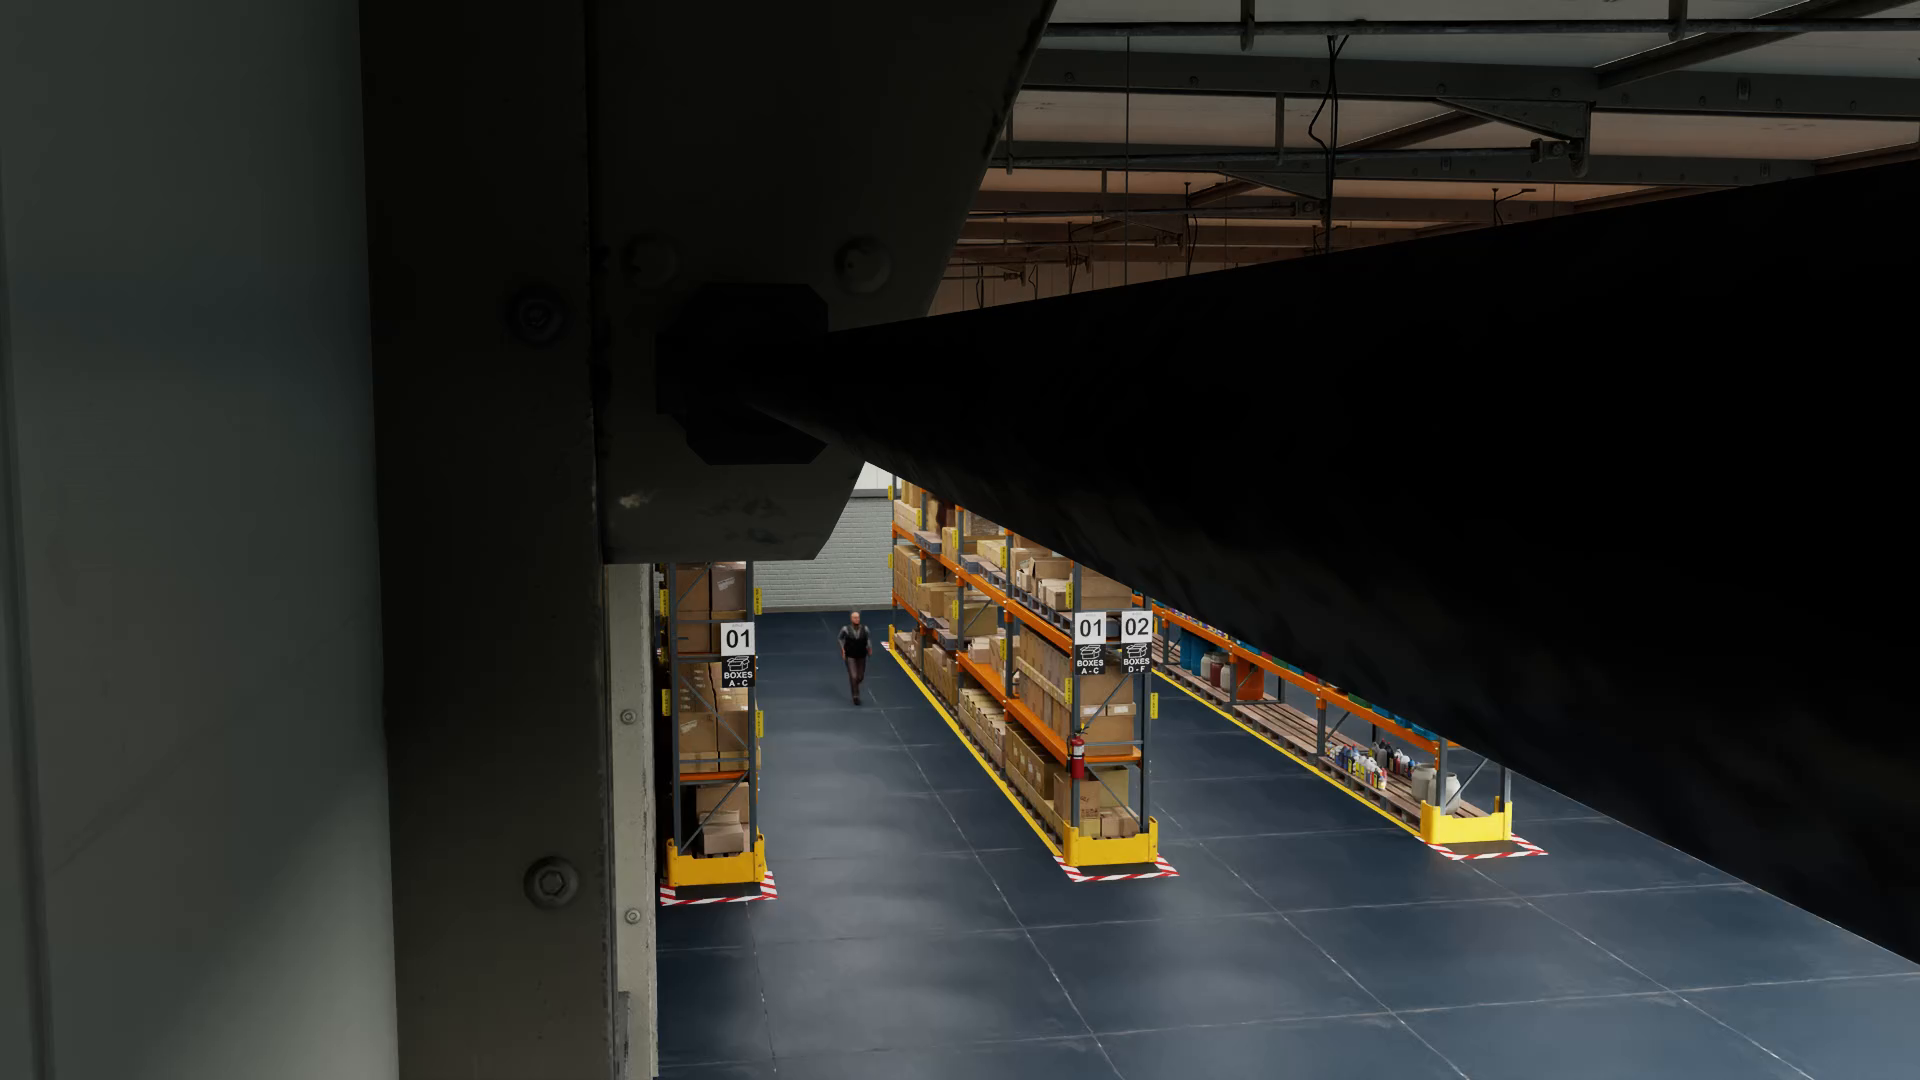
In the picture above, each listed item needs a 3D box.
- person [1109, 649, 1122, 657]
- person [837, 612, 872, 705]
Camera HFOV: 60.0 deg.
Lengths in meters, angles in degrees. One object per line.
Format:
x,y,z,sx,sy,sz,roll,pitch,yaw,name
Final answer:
3.012,2.039,32.222,0.574,1.628,0.758,-2,6,-15,person
-1.982,2.168,30.860,0.603,1.700,0.828,-2,6,-17,person
